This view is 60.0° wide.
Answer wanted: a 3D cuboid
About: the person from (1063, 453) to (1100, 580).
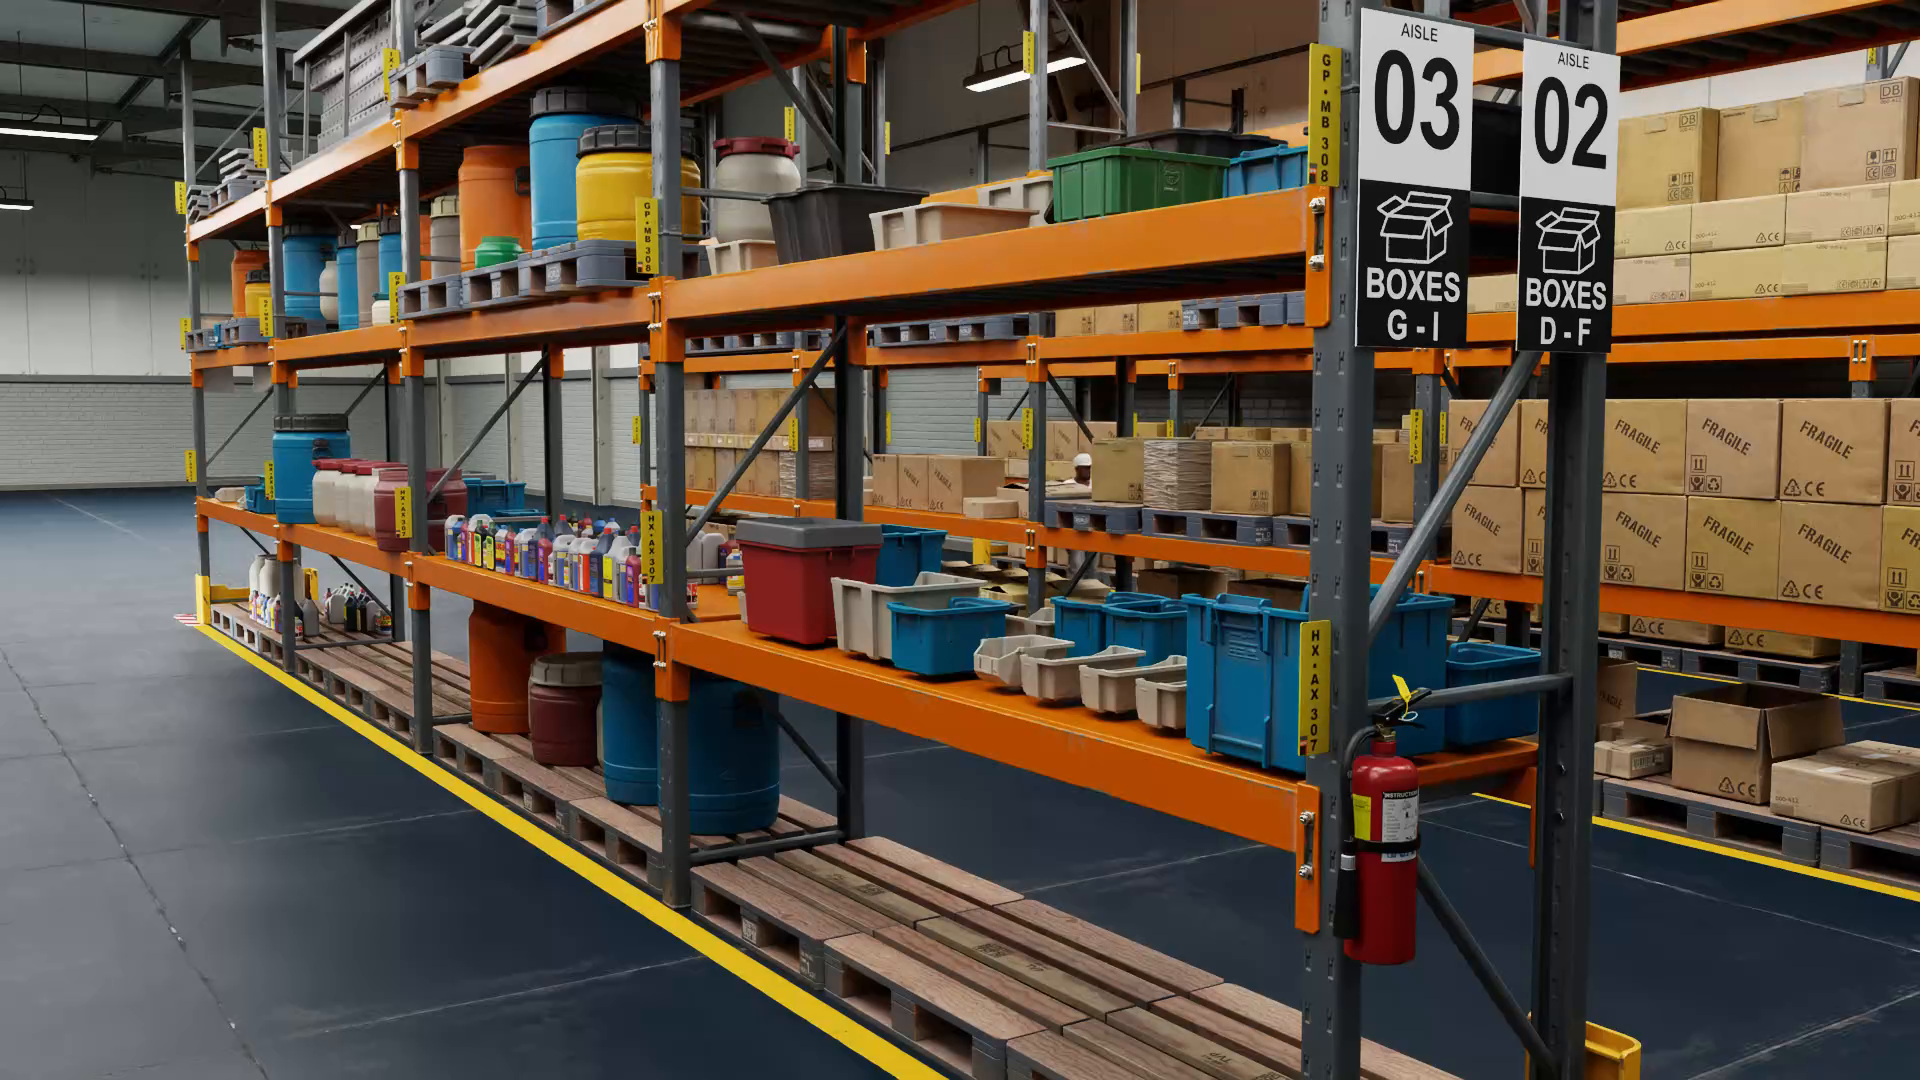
[{"bbox_3d":[1.311,-0.028,17.701,0.564,1.782,0.363,-3,5,-32],"label":"person"}]
